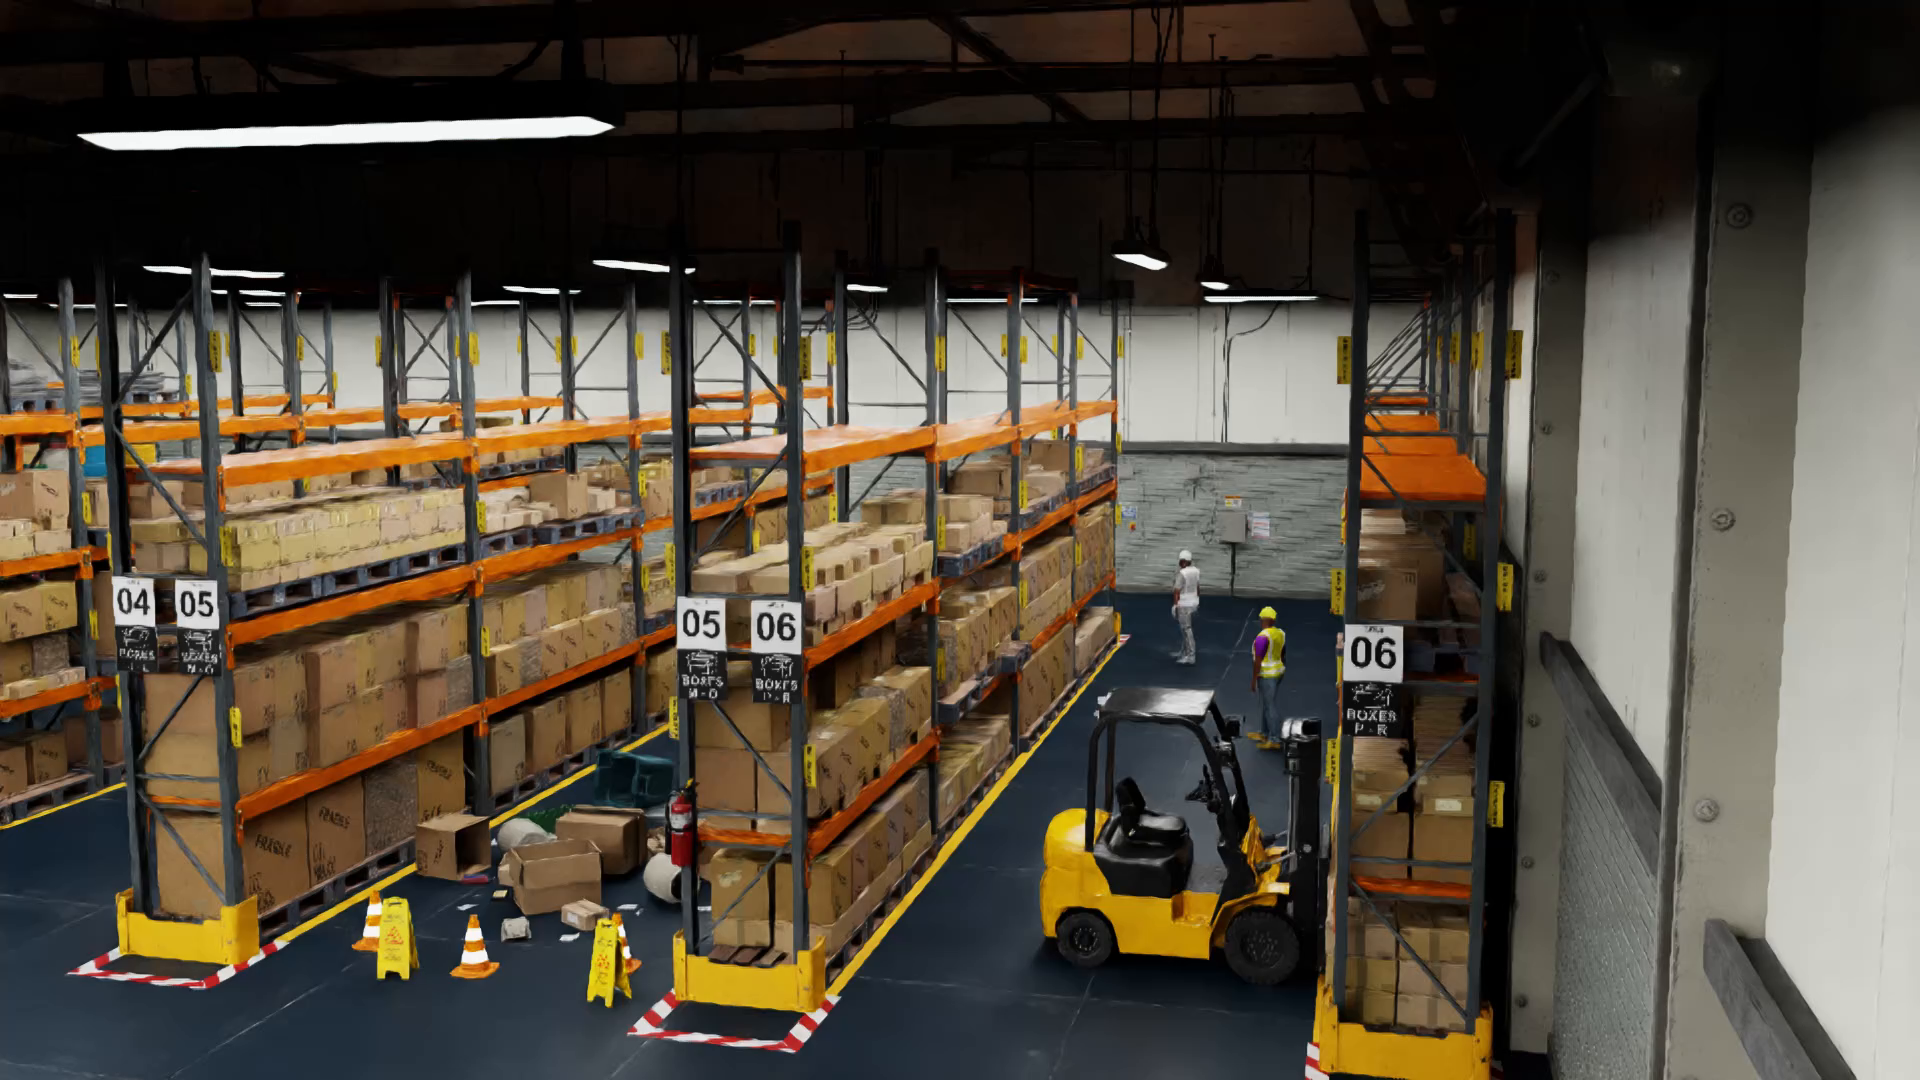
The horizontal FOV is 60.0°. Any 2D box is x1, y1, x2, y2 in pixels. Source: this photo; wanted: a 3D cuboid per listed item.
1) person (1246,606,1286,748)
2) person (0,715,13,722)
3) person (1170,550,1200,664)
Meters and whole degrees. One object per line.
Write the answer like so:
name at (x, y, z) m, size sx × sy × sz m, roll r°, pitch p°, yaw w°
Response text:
person at (3.876, 1.710, 21.094) m, size 0.591 × 1.763 × 0.685 m, roll 5°, pitch 8°, yaw 34°
person at (-12.850, 1.537, 22.431) m, size 0.556 × 1.781 × 0.631 m, roll 7°, pitch 10°, yaw 43°
person at (3.573, 1.039, 26.497) m, size 0.594 × 1.782 × 0.678 m, roll 5°, pitch 9°, yaw 37°
